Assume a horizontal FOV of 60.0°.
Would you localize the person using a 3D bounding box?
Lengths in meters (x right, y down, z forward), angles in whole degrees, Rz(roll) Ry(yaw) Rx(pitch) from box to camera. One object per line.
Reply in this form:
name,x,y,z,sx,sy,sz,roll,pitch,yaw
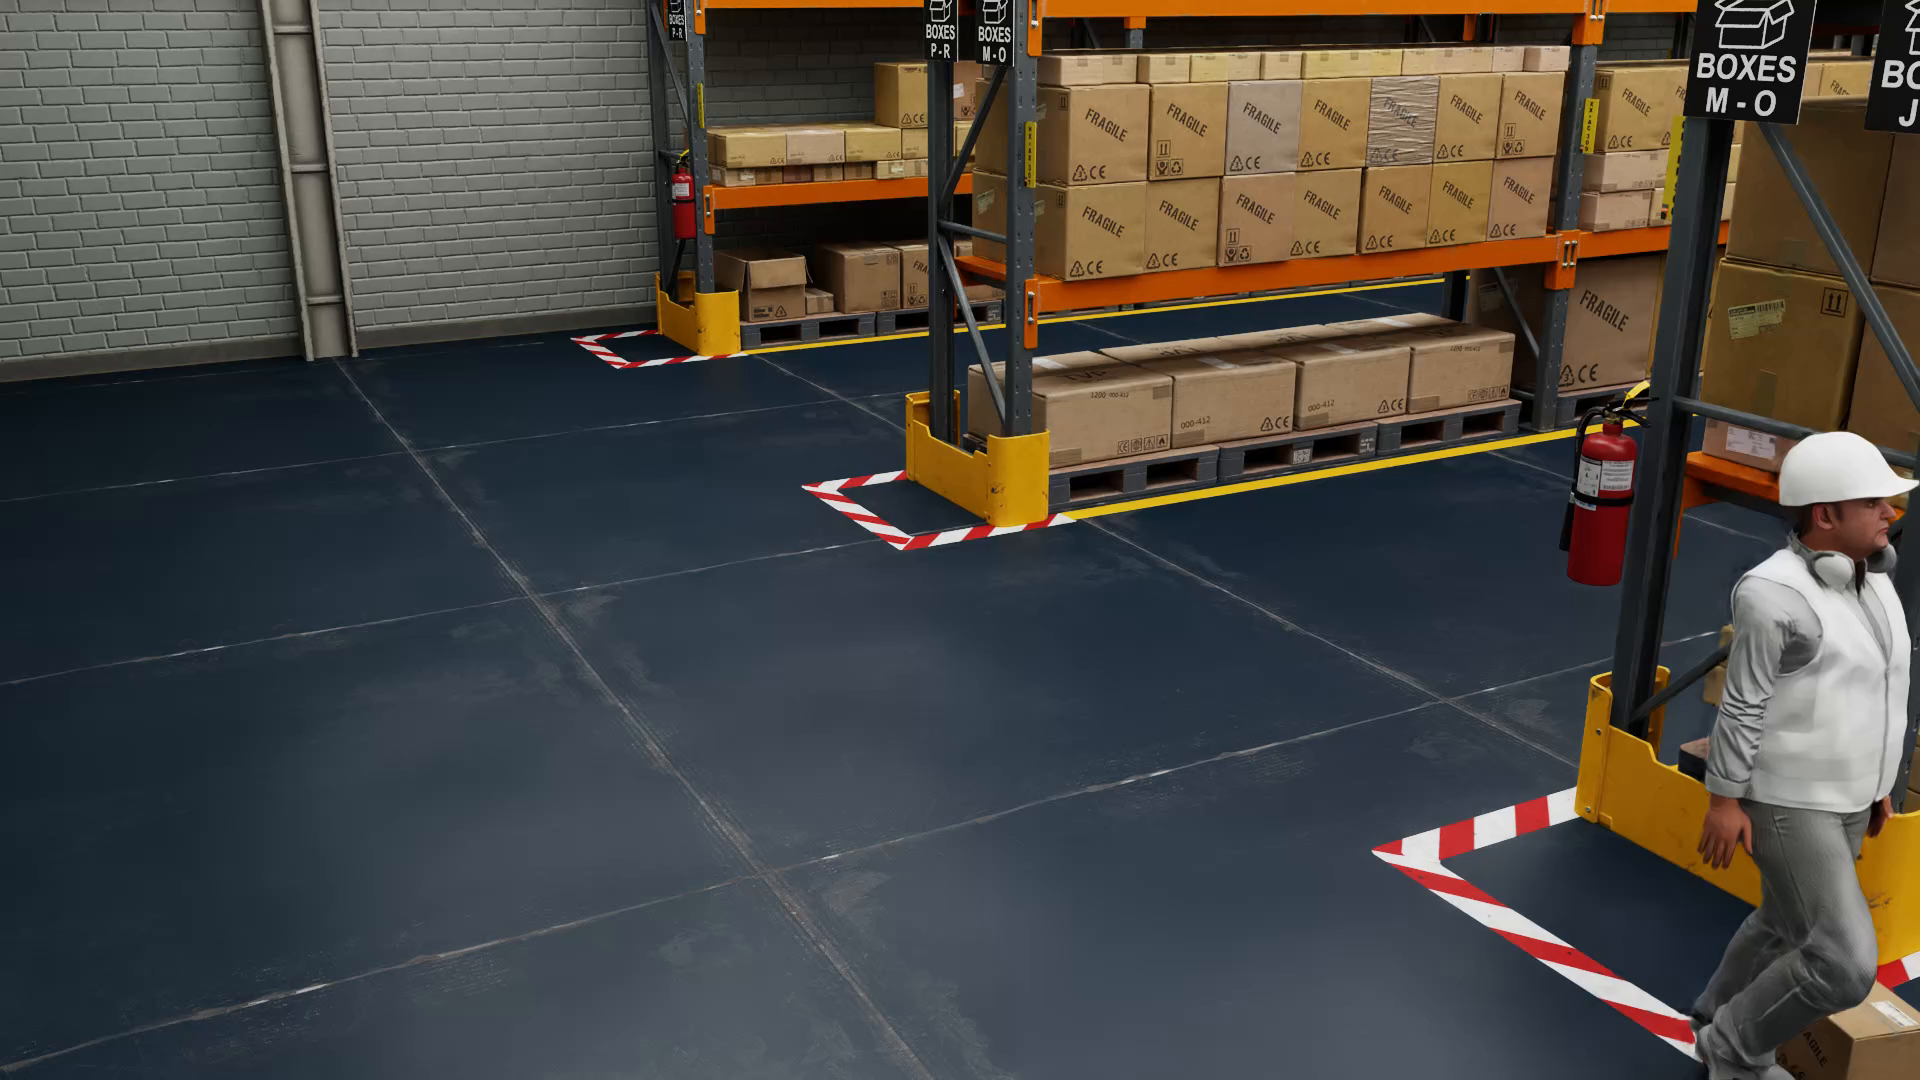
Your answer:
person,2.123,0.629,4.078,0.564,1.794,0.497,-13,22,-34
